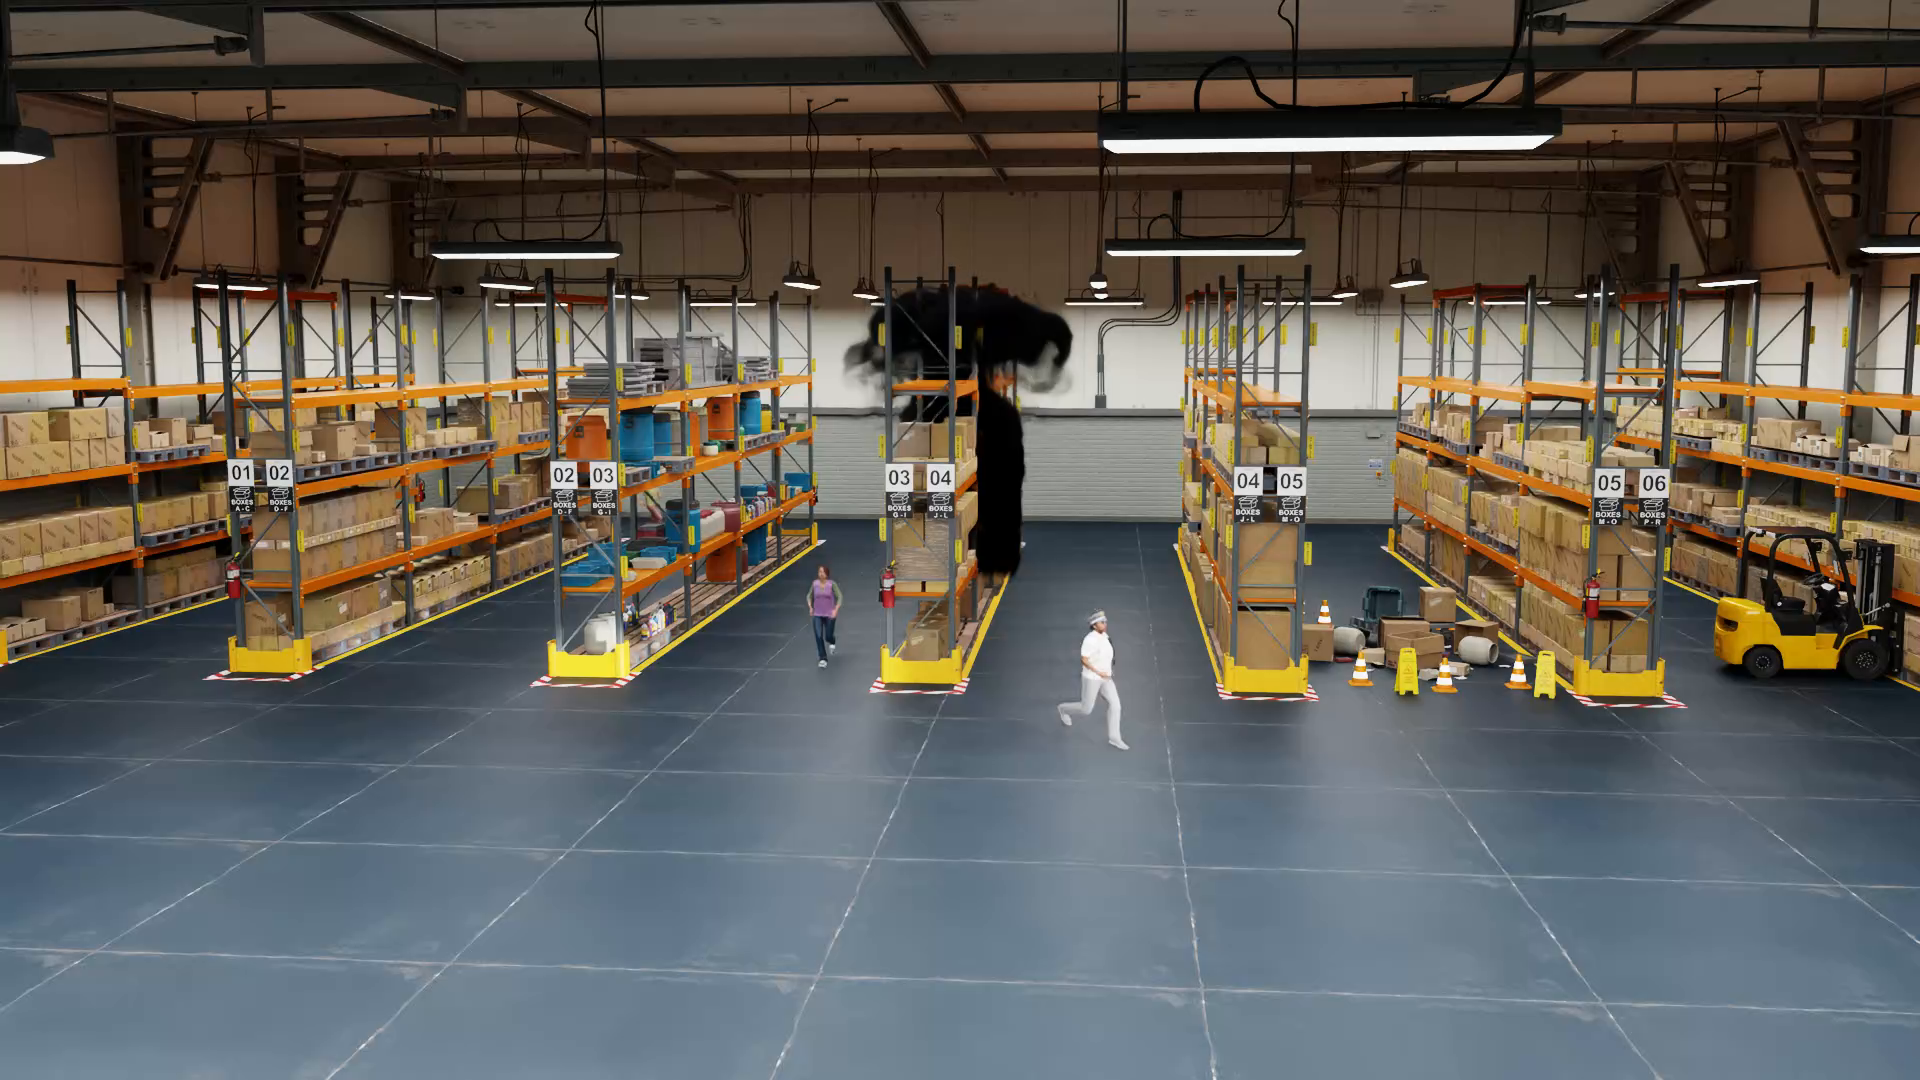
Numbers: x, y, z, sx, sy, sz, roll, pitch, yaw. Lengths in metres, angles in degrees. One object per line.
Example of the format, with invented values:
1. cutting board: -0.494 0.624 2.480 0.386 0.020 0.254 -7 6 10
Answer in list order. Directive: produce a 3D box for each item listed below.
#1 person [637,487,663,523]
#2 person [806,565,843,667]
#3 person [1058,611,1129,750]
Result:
1. person: -7.606 -0.833 41.337 0.833 1.656 0.614 4 8 27
2. person: -2.074 1.143 25.471 0.572 1.547 0.619 1 7 7
3. person: 1.661 1.707 20.553 1.019 1.698 0.552 7 10 43
